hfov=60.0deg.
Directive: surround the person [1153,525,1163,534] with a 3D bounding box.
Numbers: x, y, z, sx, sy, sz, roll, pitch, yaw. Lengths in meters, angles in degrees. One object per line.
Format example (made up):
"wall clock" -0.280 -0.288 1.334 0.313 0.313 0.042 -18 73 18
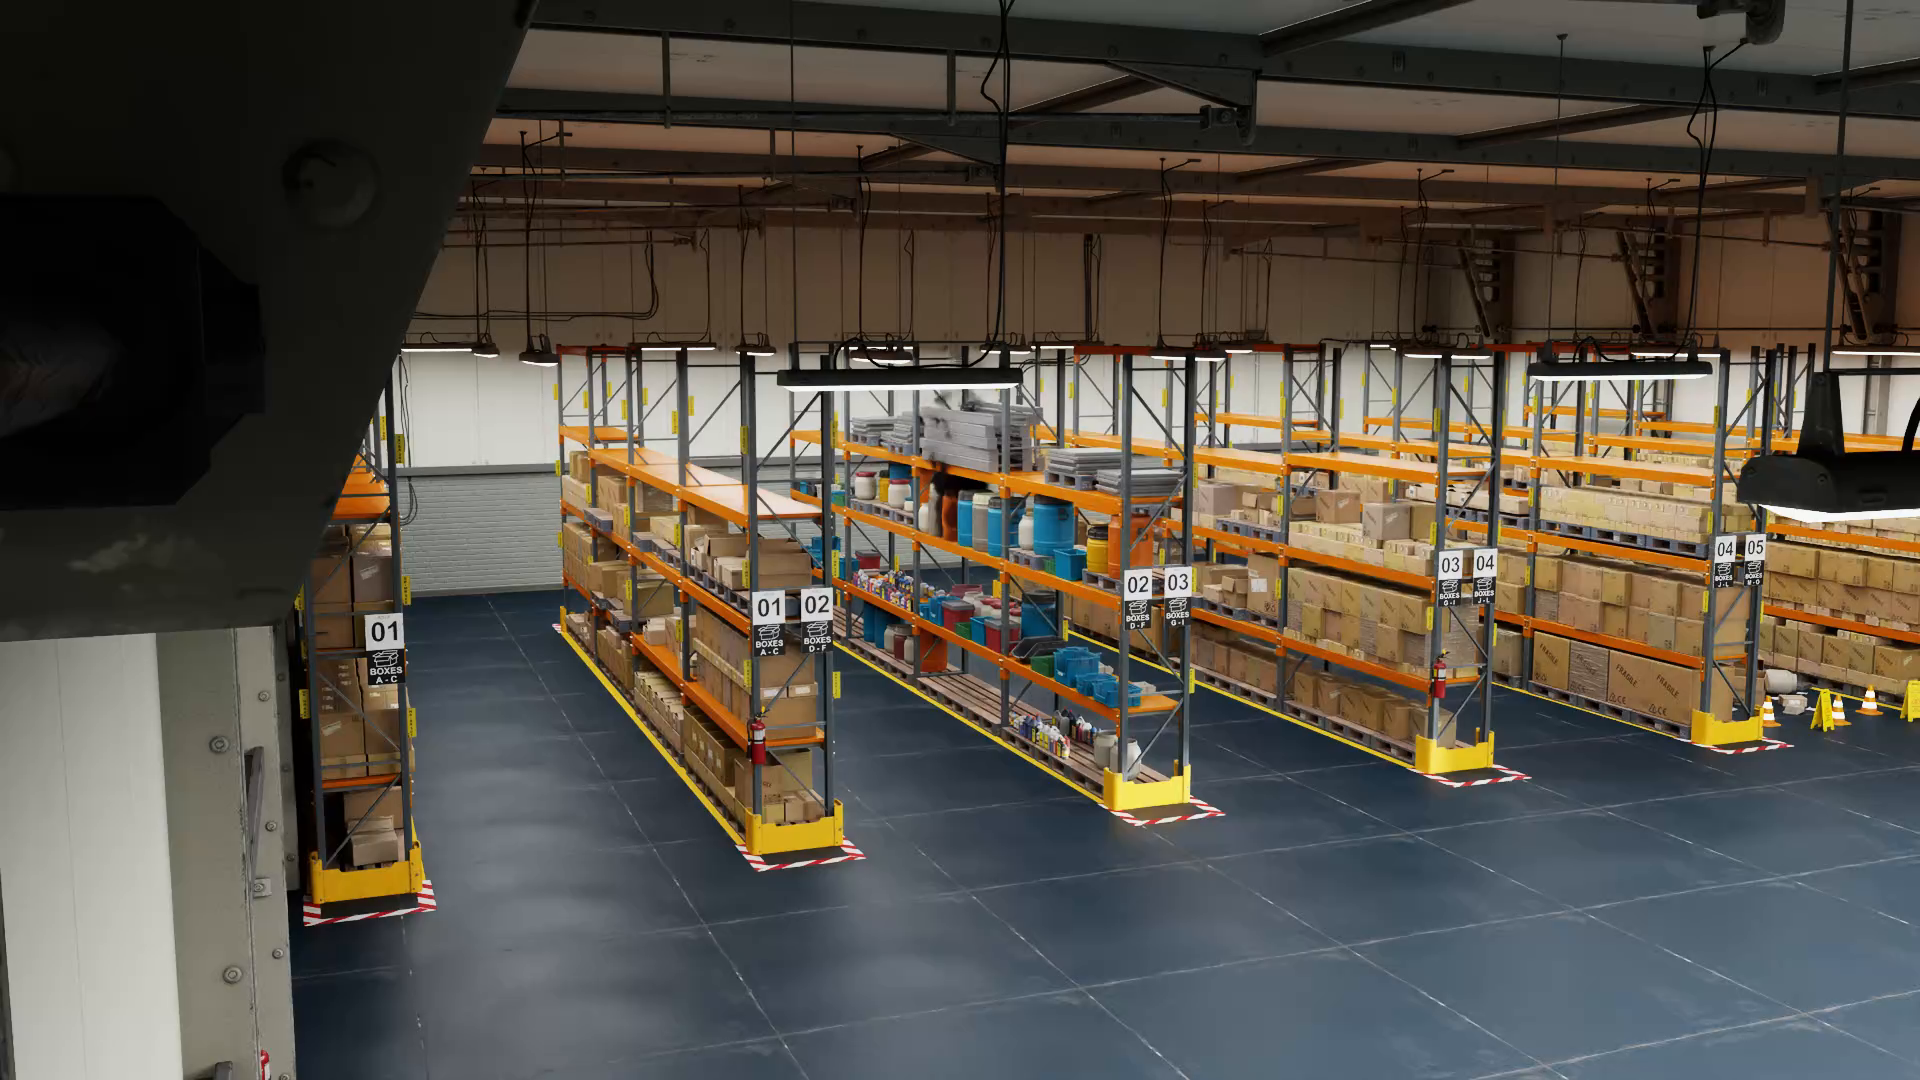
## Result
"person" 4.818 0.308 40.759 0.747 1.742 0.574 7 10 44
